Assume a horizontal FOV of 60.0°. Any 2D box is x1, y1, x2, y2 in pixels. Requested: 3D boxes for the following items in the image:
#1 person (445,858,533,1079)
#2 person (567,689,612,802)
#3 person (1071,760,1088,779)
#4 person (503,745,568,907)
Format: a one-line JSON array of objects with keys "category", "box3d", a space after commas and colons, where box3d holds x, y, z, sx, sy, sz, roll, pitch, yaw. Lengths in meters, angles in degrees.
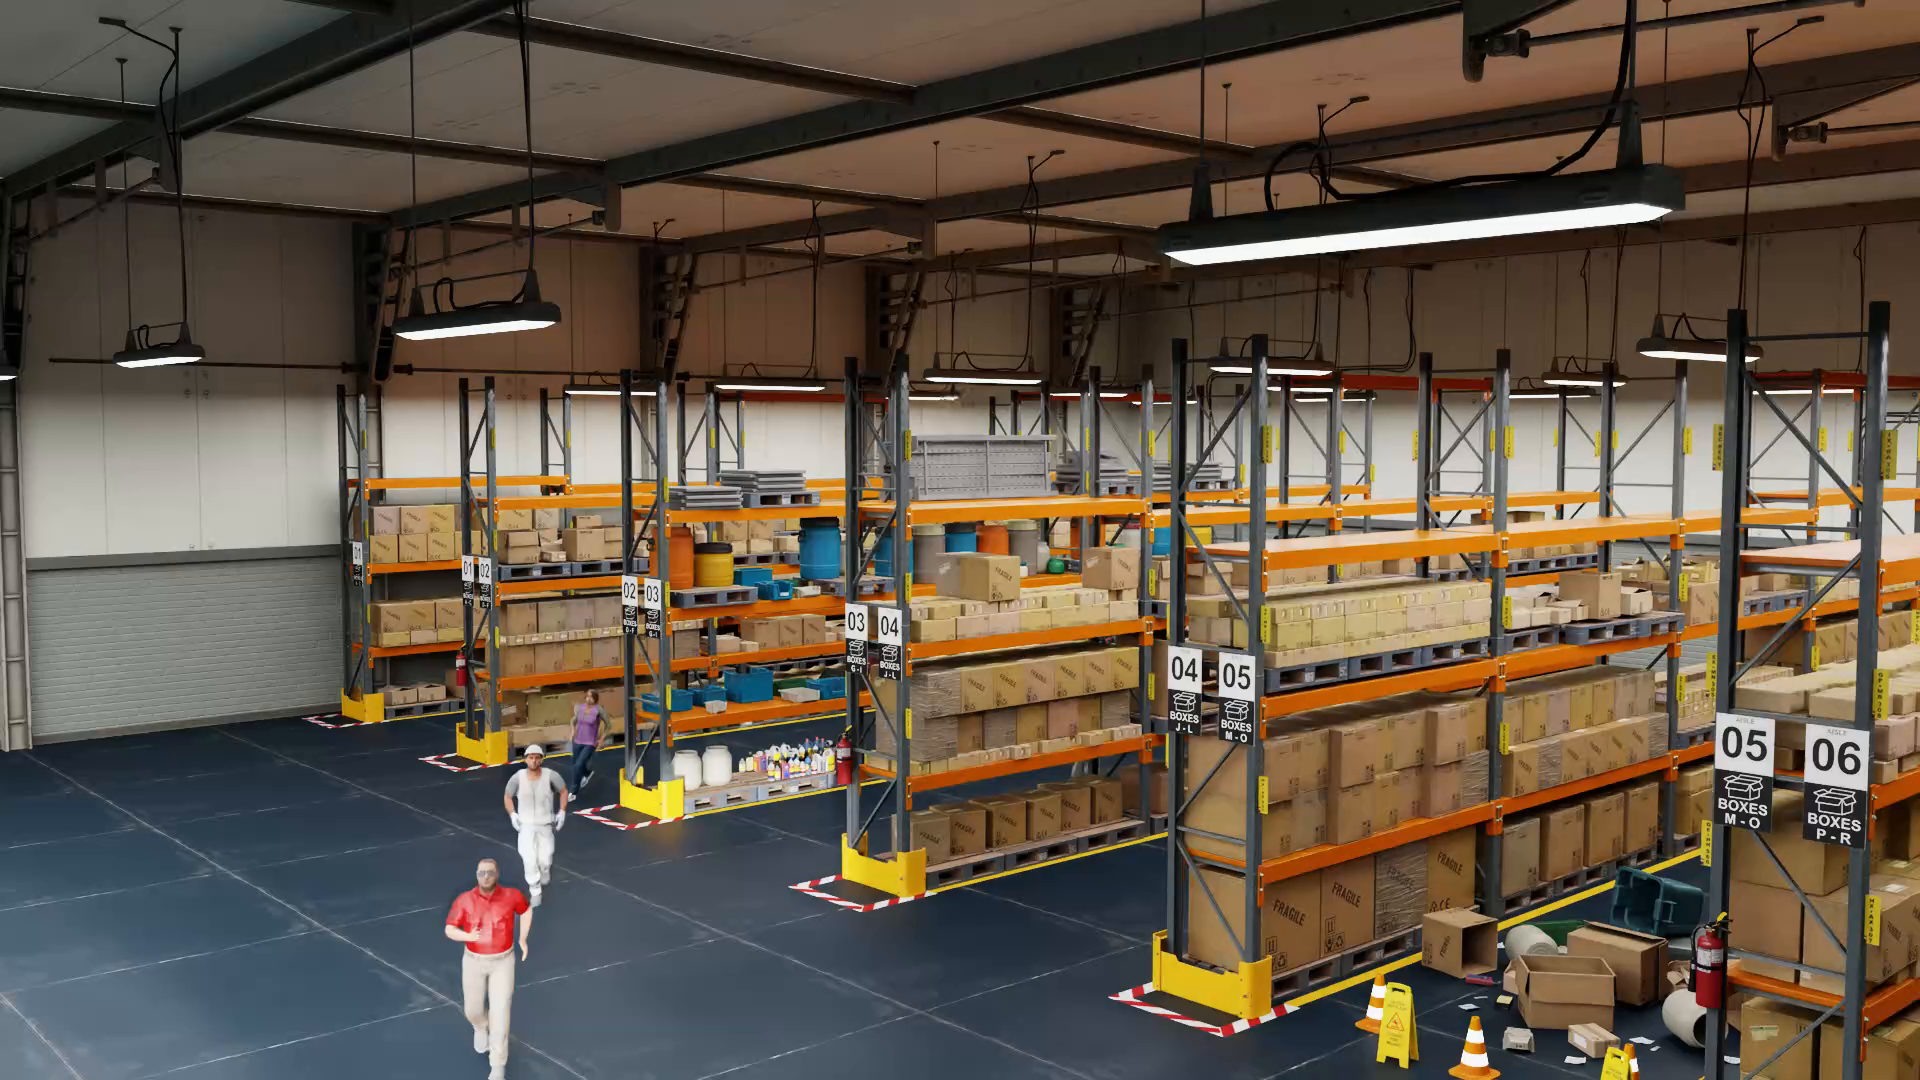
[{"category": "person", "box3d": [-3.783, 3.408, 13.368, 0.667, 1.706, 0.983, -1, 4, -11]}, {"category": "person", "box3d": [-5.214, 2.857, 23.336, 0.600, 1.548, 0.780, 1, 4, 17]}, {"category": "person", "box3d": [1.788, 2.753, 24.189, 0.581, 1.633, 0.762, 2, 4, 32]}, {"category": "person", "box3d": [-4.665, 3.106, 18.299, 0.690, 1.753, 0.618, -1, 4, -14]}]
